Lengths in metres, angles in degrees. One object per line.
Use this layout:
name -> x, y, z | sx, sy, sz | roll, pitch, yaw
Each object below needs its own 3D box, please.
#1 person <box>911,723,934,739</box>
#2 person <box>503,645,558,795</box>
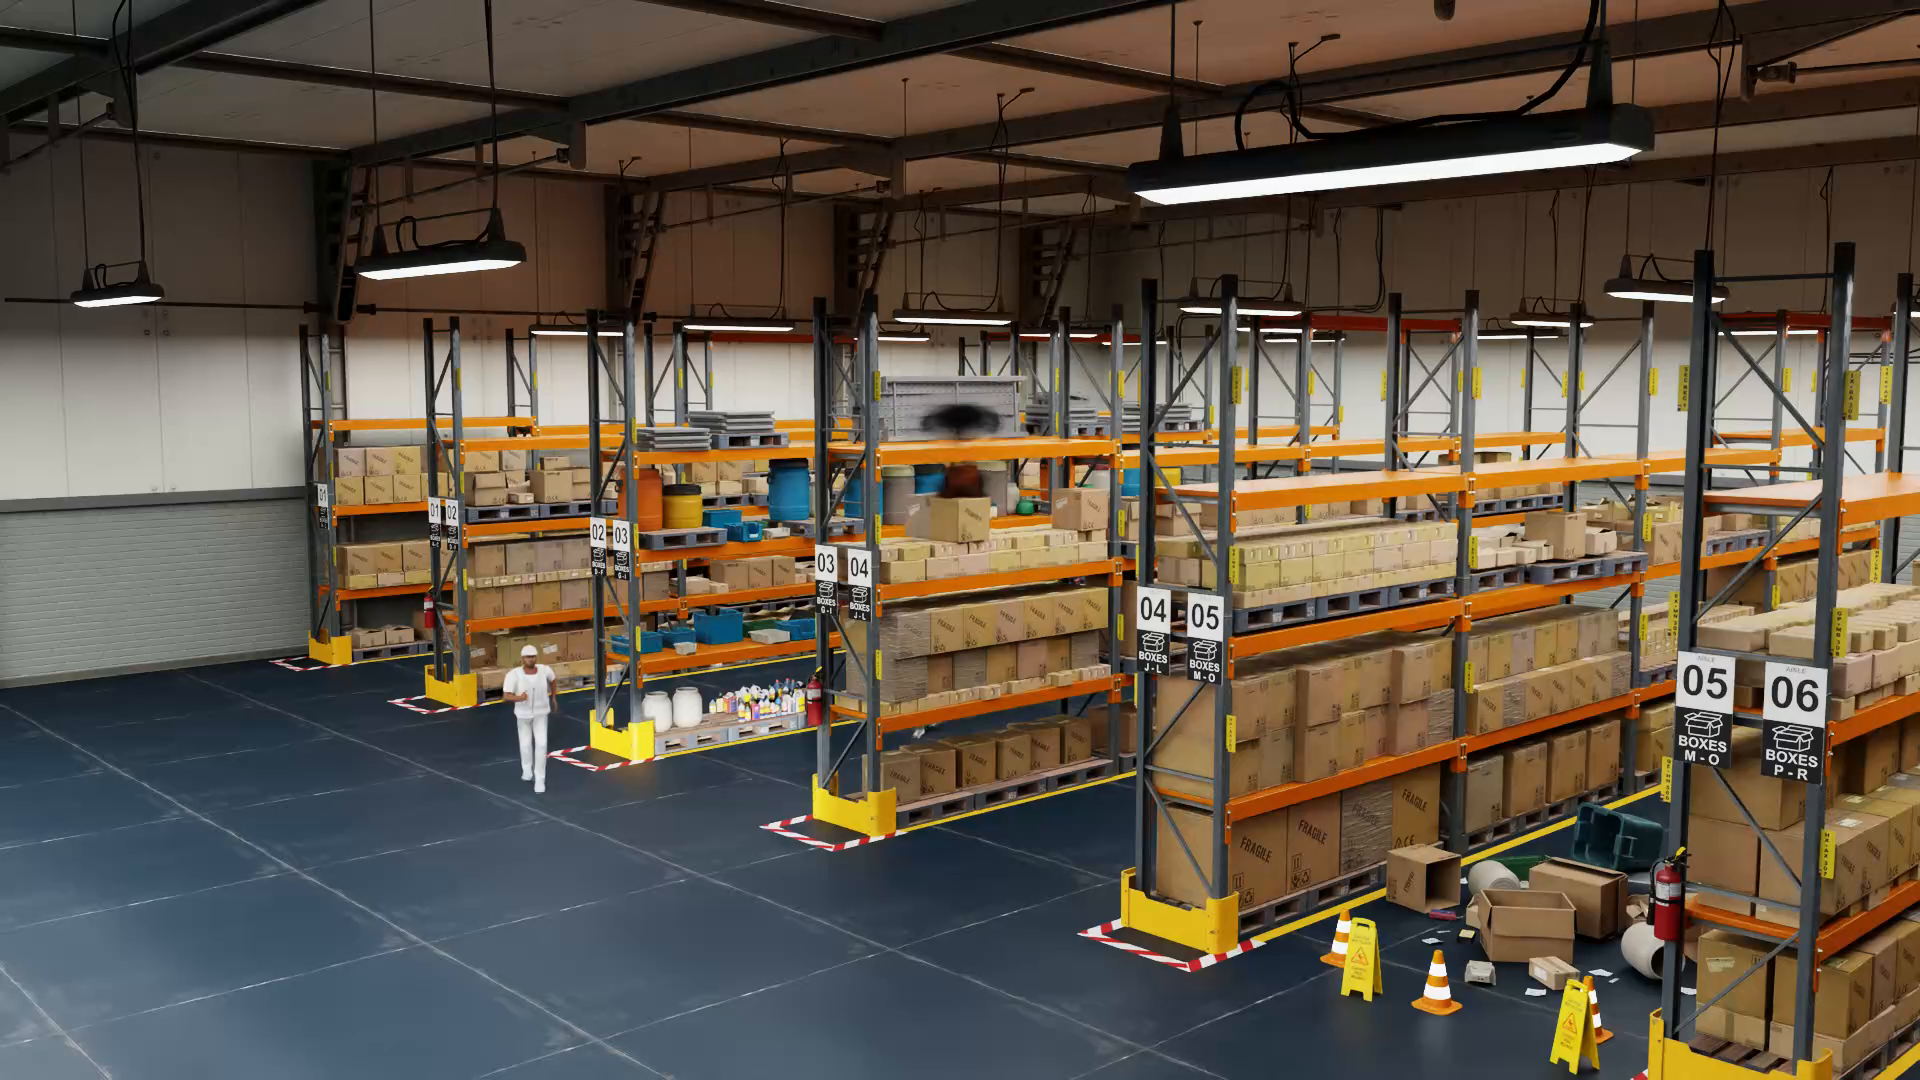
person -> -0.542, 2.077, 23.689 | 0.541, 1.492, 0.920 | 4, 7, 36
person -> -5.324, 2.198, 20.648 | 0.662, 1.821, 0.870 | -2, 6, -16
